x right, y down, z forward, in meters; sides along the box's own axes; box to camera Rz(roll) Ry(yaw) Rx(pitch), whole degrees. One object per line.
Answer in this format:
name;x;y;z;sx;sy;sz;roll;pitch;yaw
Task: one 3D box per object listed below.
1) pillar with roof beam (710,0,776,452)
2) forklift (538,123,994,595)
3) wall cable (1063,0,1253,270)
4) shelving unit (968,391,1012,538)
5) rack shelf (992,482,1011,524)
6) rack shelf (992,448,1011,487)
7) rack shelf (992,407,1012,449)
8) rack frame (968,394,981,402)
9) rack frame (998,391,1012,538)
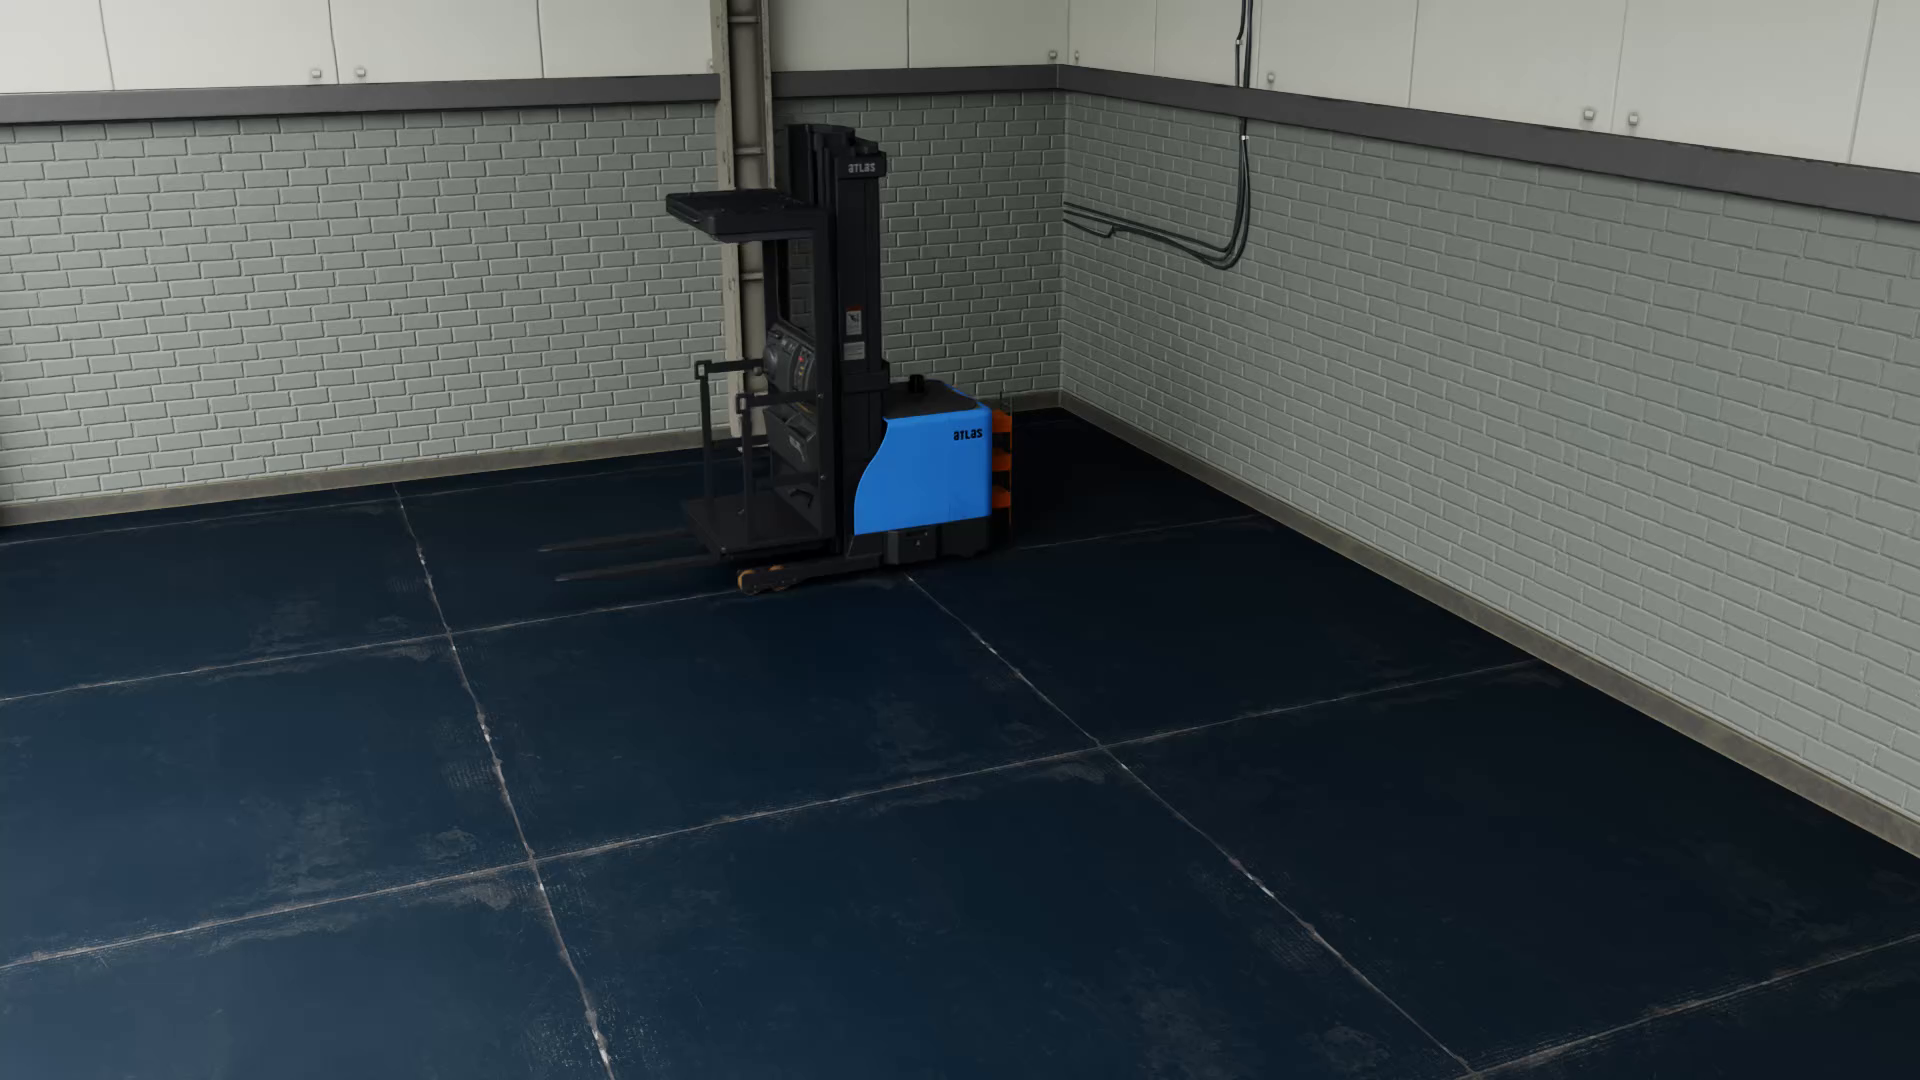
pillar with roof beam;-0.041;-3.753;9.132;0.400;9.000;9.100;-8;21;-22
forklift;-1.325;-1.218;11.067;3.031;2.935;1.130;-8;21;-22
wall cable;1.483;-3.586;13.331;0.112;2.526;3.097;-8;21;-22
shelving unit;0.215;-0.527;11.937;0.252;1.050;0.215;-8;21;-22
rack shelf;0.215;-0.255;12.033;0.240;0.259;0.215;-8;21;-22
rack shelf;0.215;-0.517;11.941;0.240;0.259;0.215;-8;21;-22
rack shelf;0.215;-0.784;11.847;0.240;0.259;0.215;-8;21;-22
rack frame;0.103;-0.510;11.891;0.008;1.050;0.200;-8;21;-22
rack frame;0.327;-0.543;11.984;0.008;1.050;0.200;-8;21;-22
